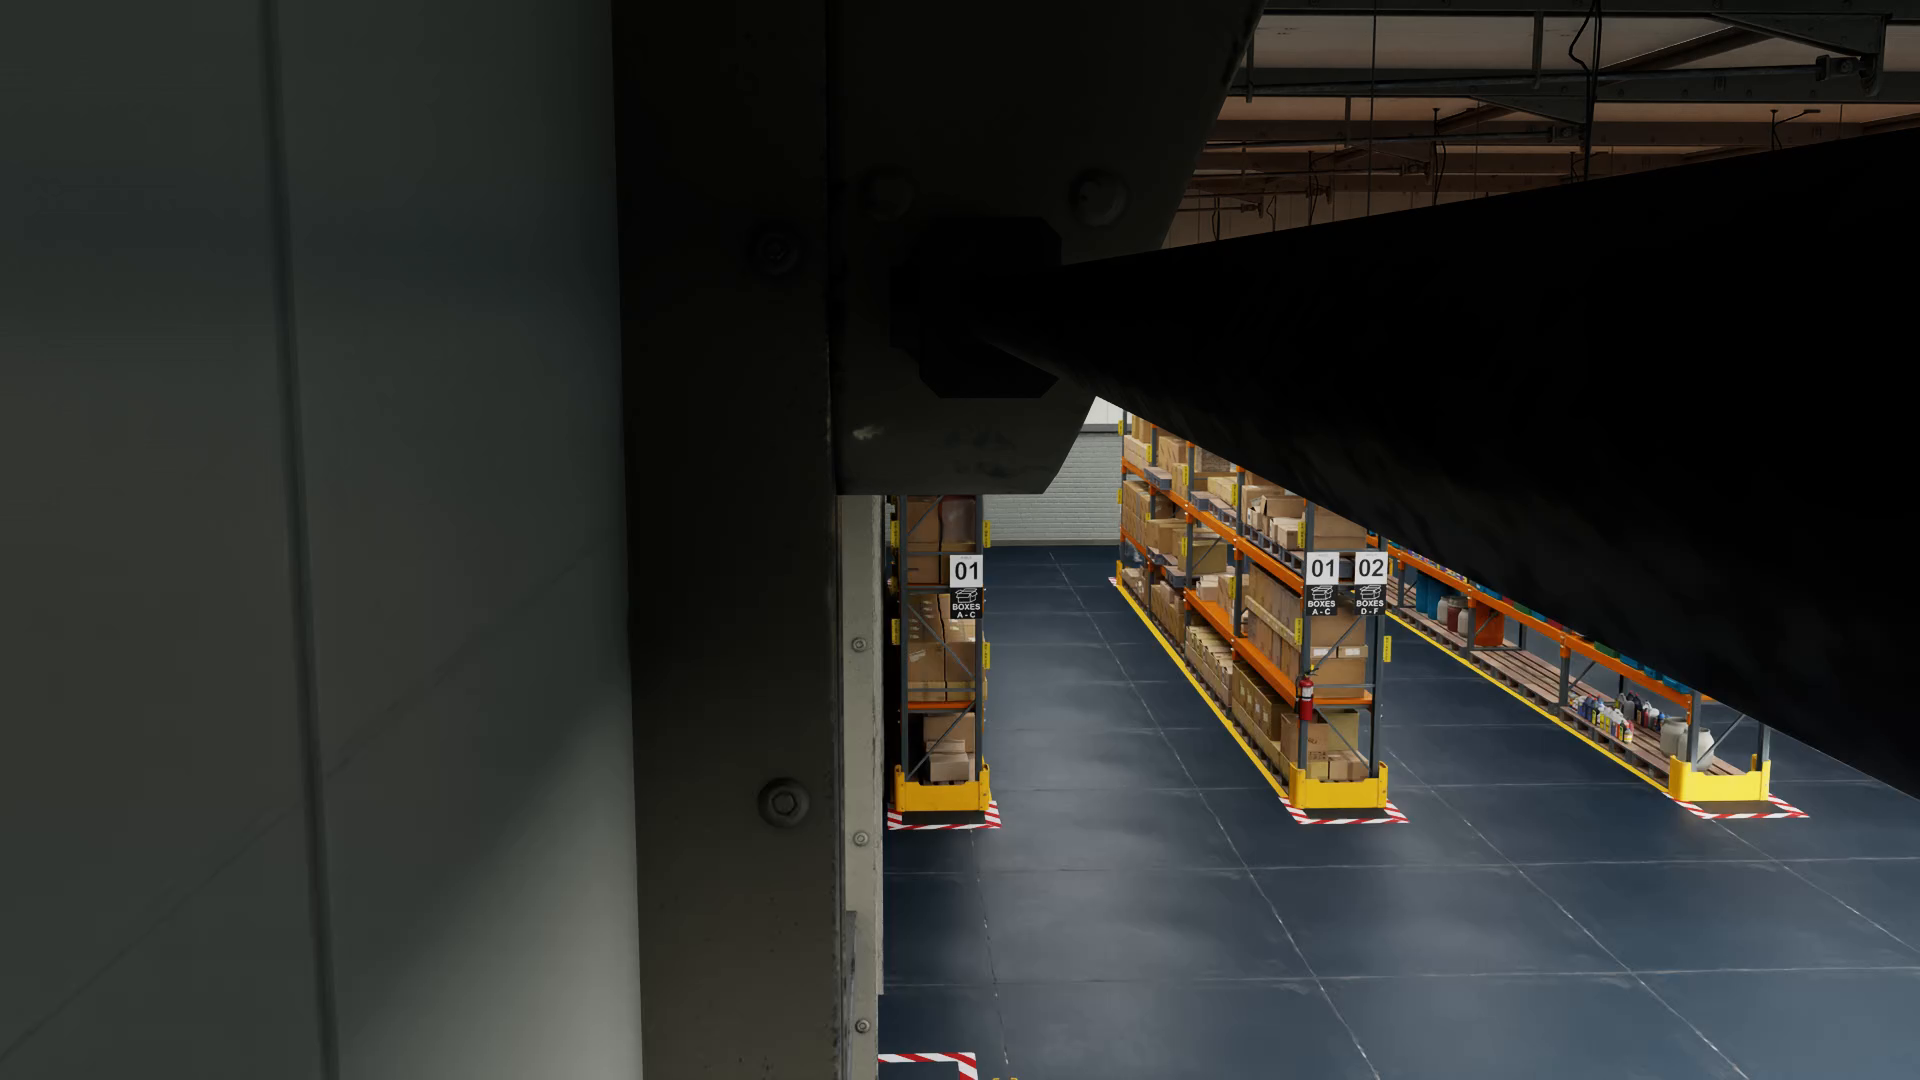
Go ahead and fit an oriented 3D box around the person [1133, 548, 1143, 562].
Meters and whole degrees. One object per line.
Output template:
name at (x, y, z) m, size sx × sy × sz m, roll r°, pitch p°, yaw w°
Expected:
person at (4.439, -0.263, 38.946) m, size 0.624 × 1.728 × 1.003 m, roll -4°, pitch 9°, yaw -27°
